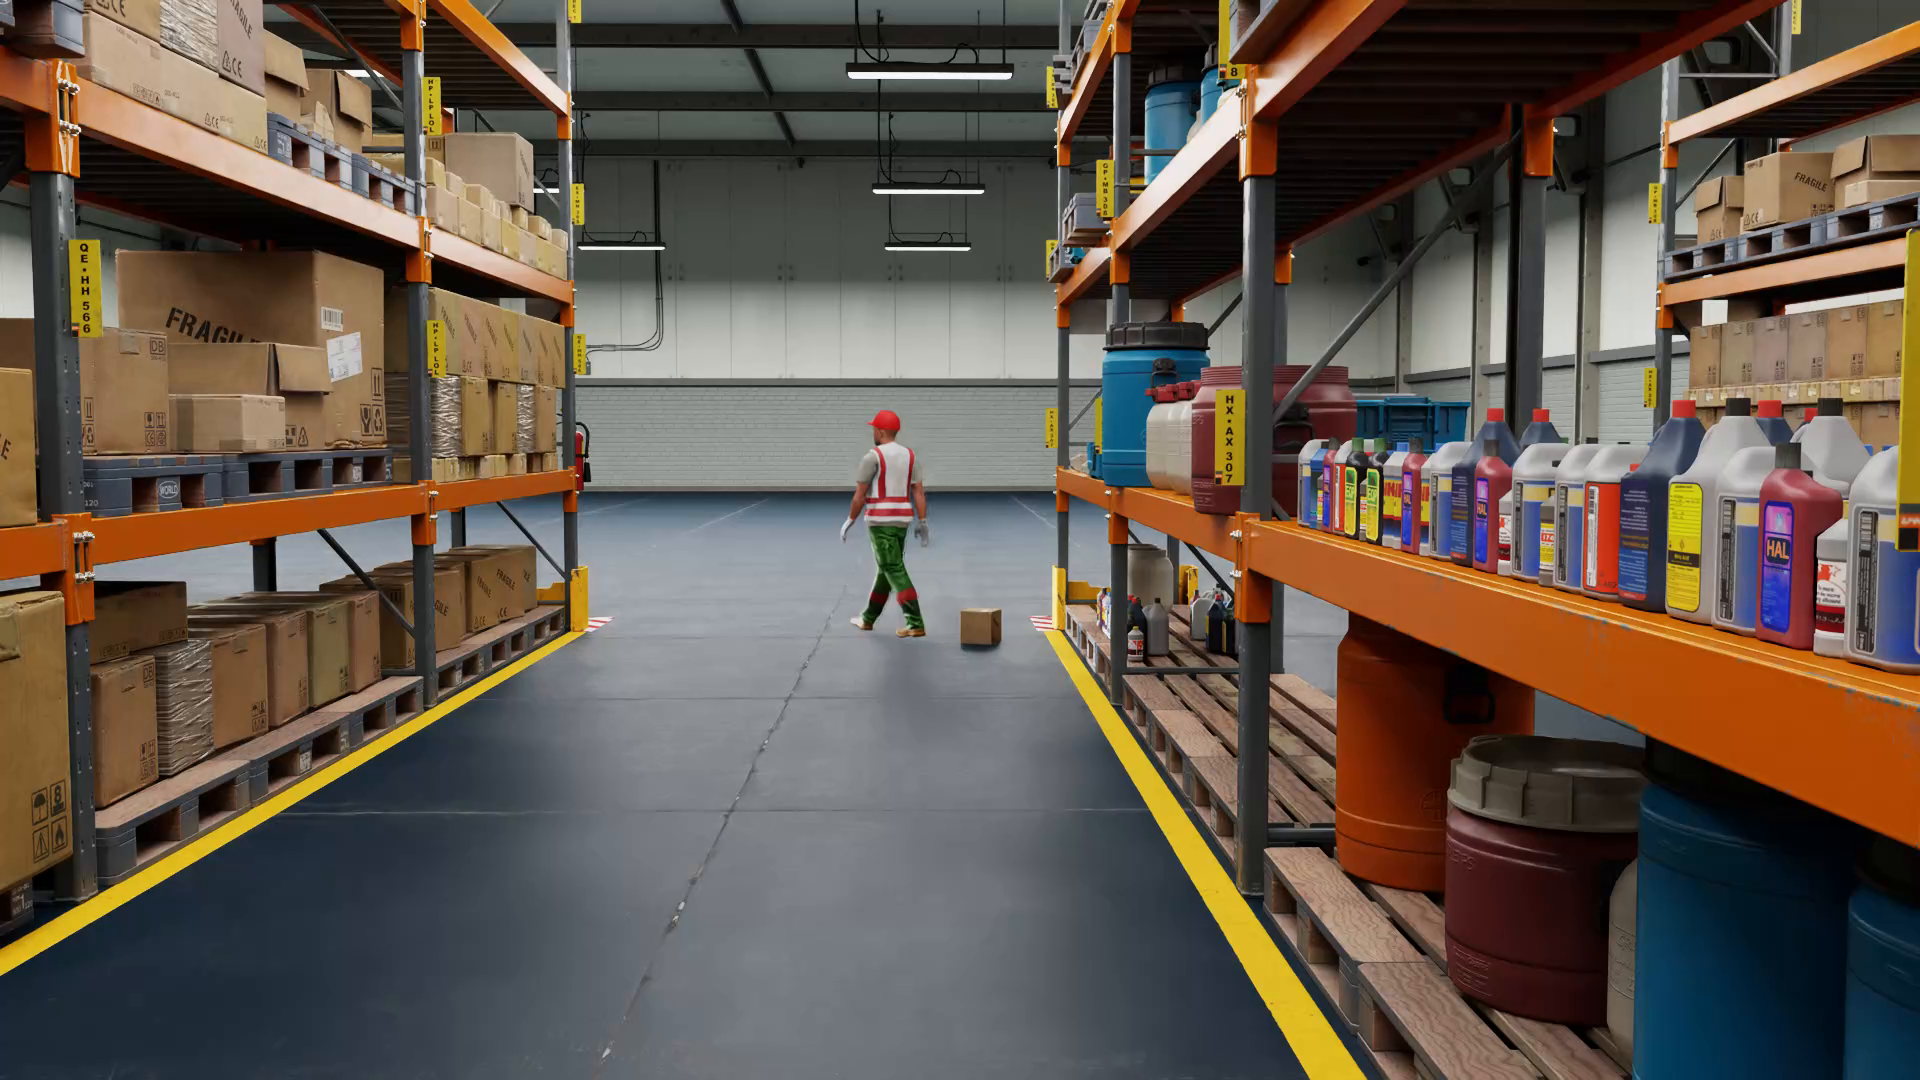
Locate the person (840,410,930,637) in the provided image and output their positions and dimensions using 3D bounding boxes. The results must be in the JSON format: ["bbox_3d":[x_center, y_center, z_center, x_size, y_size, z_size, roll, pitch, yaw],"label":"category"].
[{"bbox_3d":[-0.619,-0.136,12.854,0.618,1.734,1.009,-4,5,-44],"label":"person"}]
